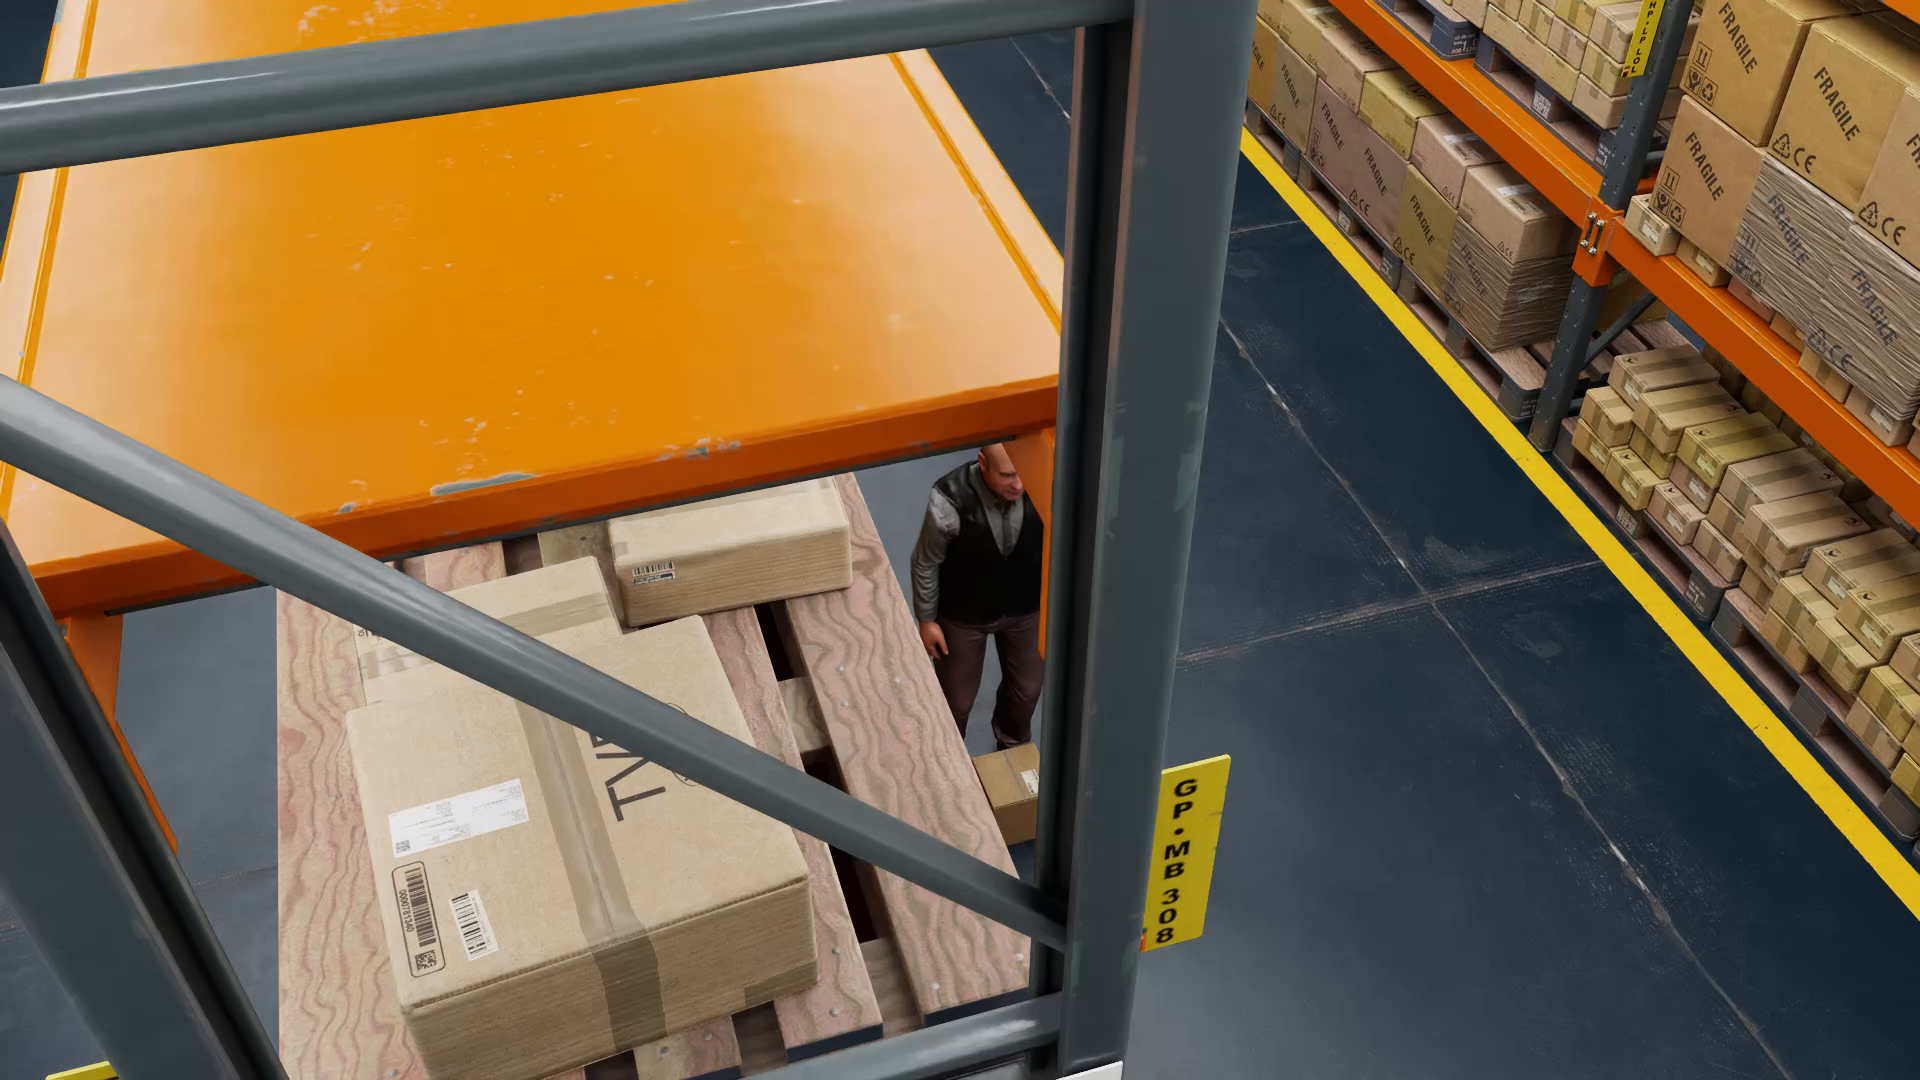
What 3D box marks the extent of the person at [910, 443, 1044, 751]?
[{"bbox_3d":[0.110,0.232,5.919,0.584,1.720,0.412,-12,43,-13],"label":"person"}]
